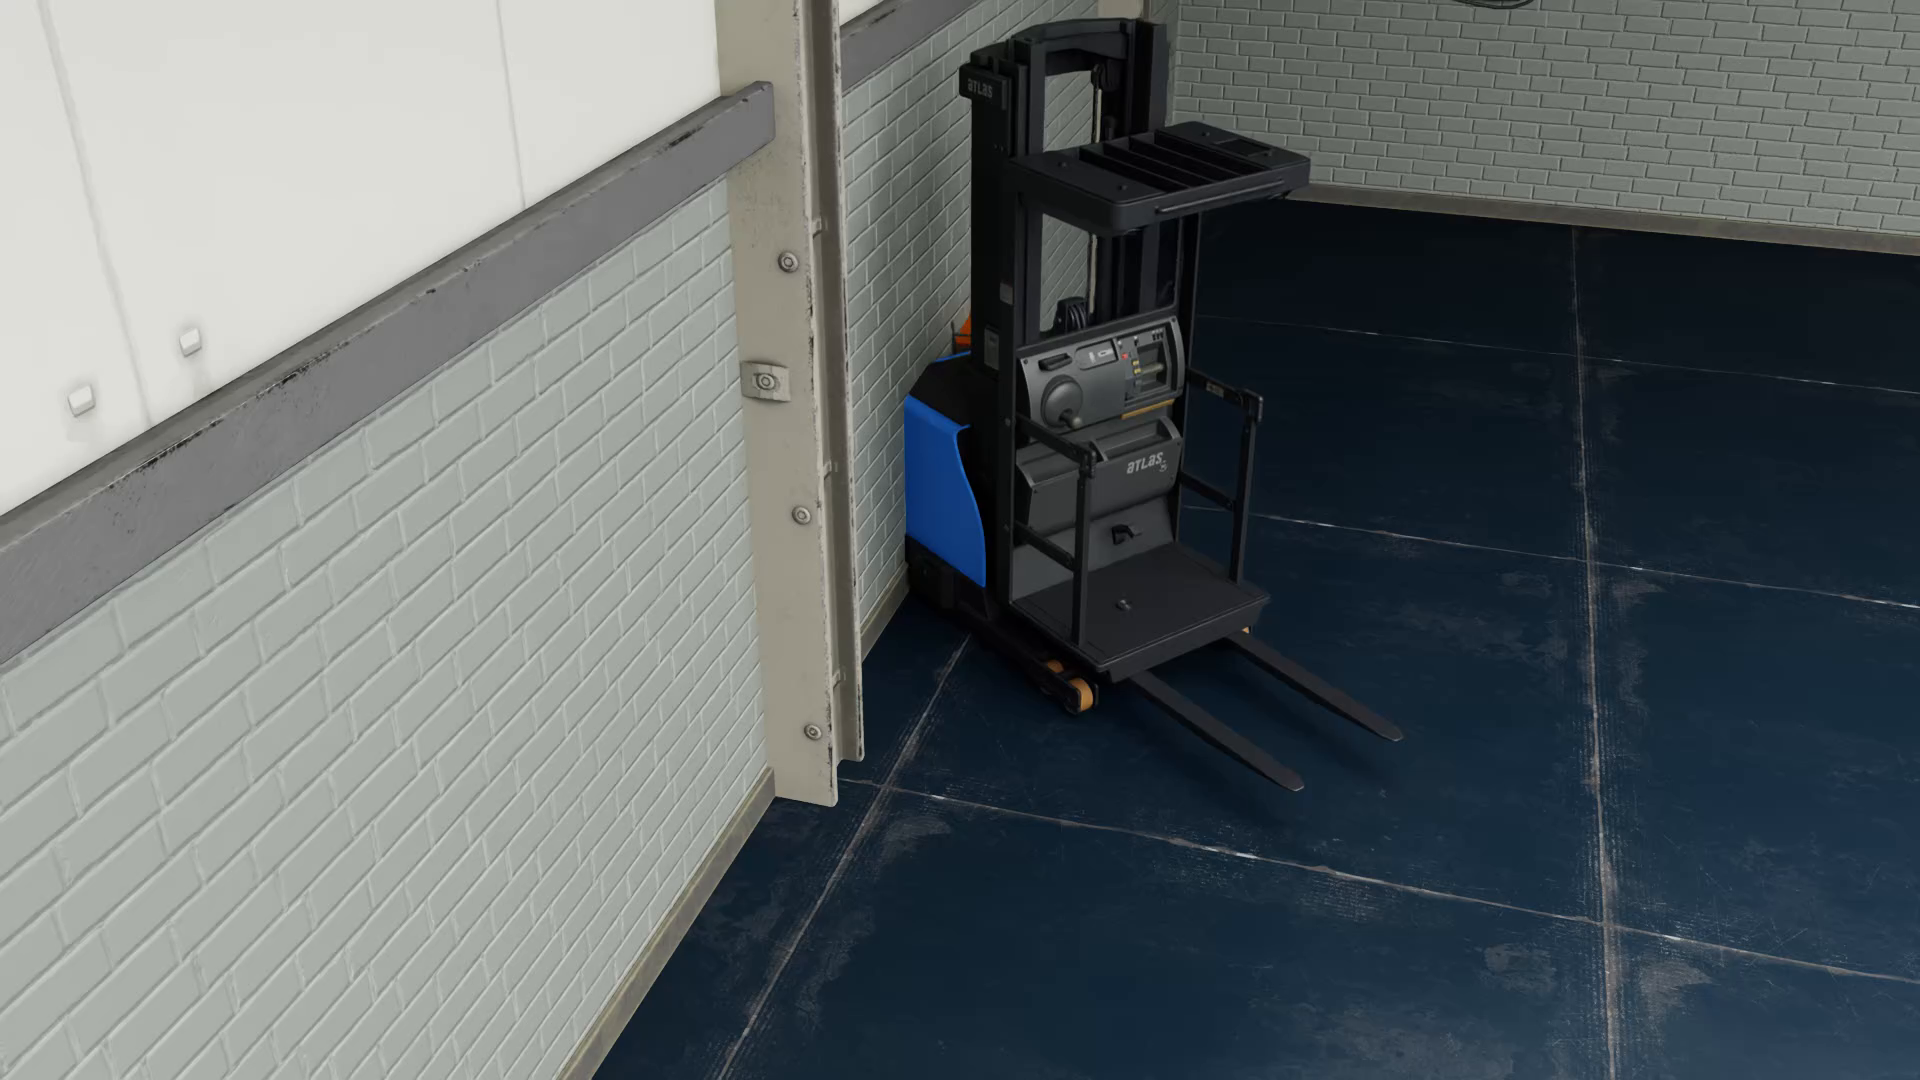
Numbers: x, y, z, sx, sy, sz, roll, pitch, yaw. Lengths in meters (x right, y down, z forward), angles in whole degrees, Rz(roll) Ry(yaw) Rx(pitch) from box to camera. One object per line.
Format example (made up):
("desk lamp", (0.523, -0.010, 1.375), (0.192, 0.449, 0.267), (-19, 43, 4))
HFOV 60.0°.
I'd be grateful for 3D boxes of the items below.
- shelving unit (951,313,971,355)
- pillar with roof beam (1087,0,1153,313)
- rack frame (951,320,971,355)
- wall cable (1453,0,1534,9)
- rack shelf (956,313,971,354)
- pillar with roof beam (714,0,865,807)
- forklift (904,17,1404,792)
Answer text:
("shelving unit", (0.191, -0.835, 9.425), (0.258, 1.200, 0.503), (7, 39, 18))
("pillar with roof beam", (5.242, -5.067, 9.103), (9.100, 9.000, 0.400), (8, 30, 15))
("rack frame", (0.115, -0.689, 9.245), (0.240, 1.200, 0.015), (7, 39, 18))
("wall cable", (3.256, -5.505, 13.084), (3.097, 2.526, 0.112), (8, 30, 15))
("rack shelf", (0.153, -1.146, 9.188), (0.258, 0.148, 0.480), (7, 39, 18))
("pillar with roof beam", (3.481, -2.279, 4.090), (9.100, 9.000, 0.400), (8, 30, 15))
("forklift", (0.792, -0.736, 7.558), (1.130, 2.935, 3.031), (-19, 34, -30))
